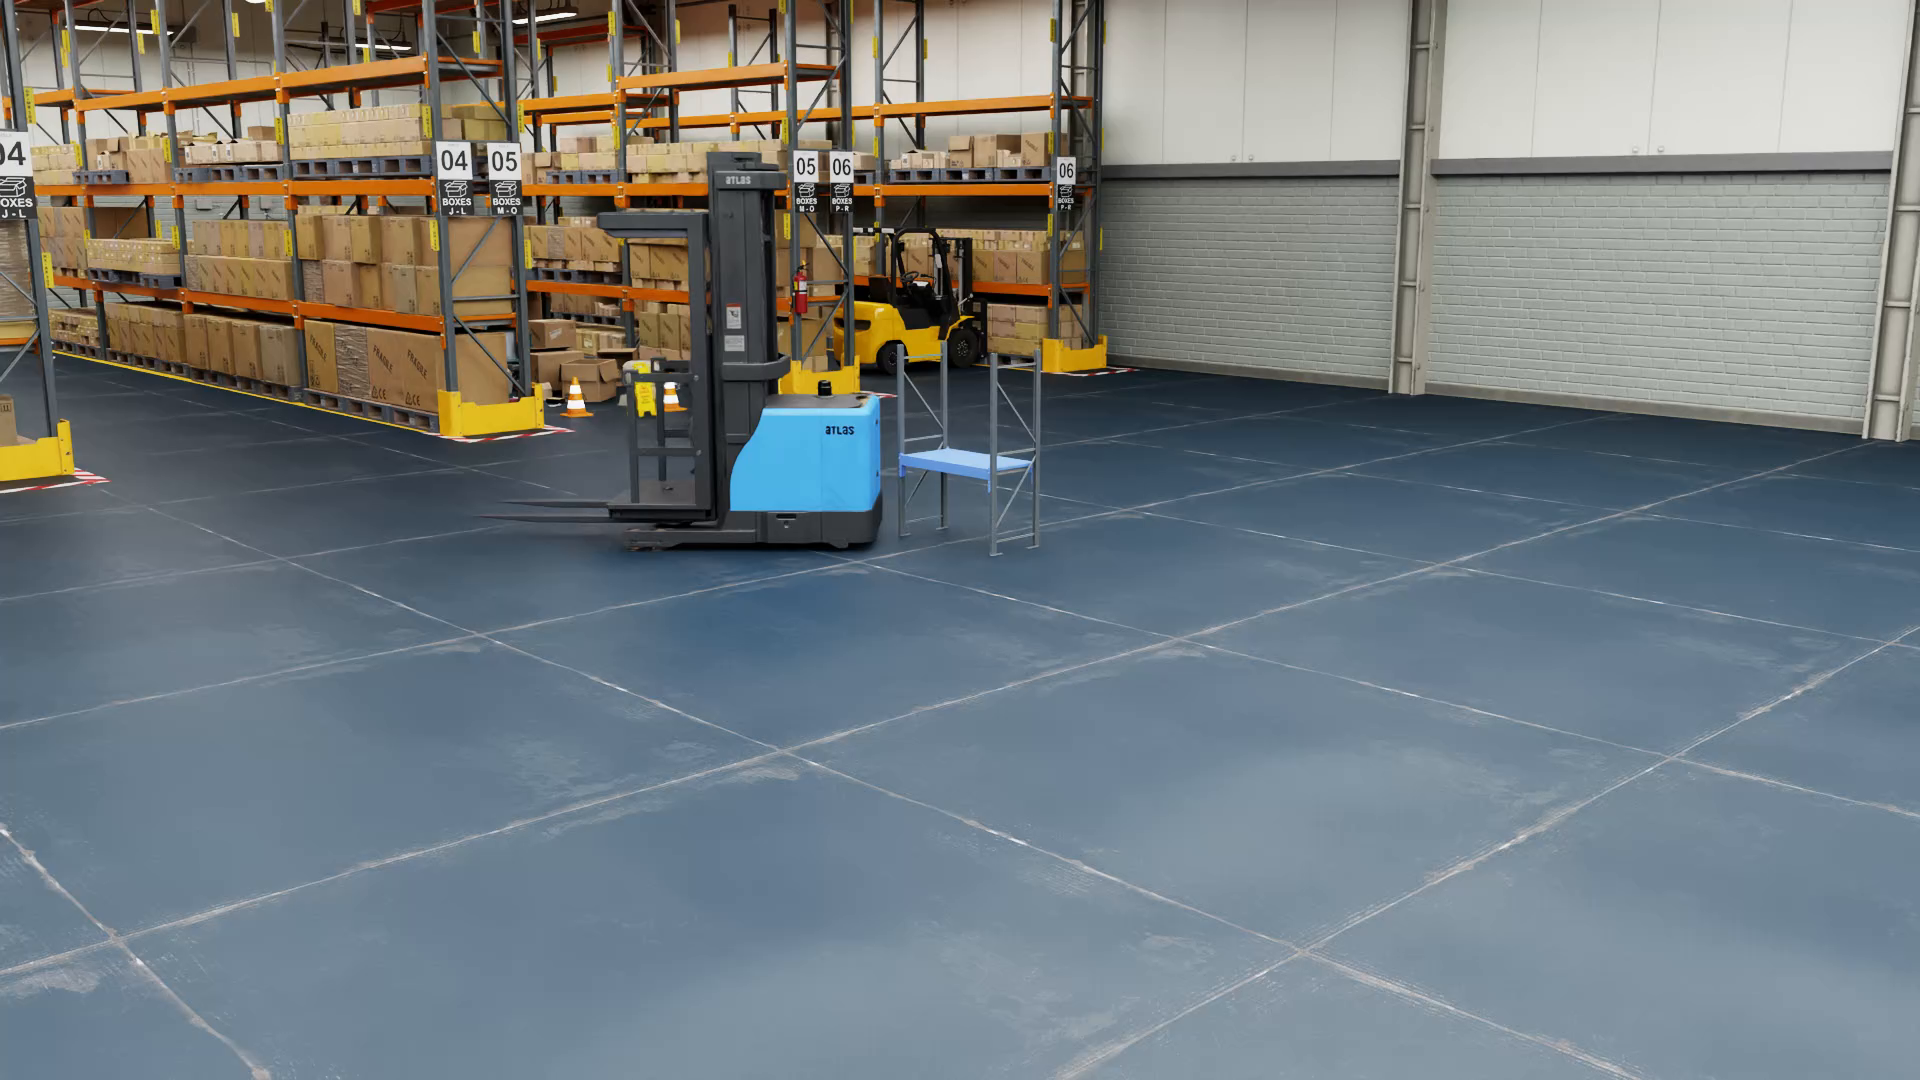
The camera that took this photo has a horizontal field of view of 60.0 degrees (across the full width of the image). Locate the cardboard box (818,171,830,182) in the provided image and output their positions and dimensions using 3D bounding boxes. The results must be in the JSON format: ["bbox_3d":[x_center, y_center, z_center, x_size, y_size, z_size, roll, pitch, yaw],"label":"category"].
[{"bbox_3d":[-1.823,-4.862,22.264,0.380,0.149,0.250,-11,16,-42],"label":"cardboard box"}]

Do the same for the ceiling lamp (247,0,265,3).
[{"bbox_3d":[-11.119,-10.544,27.324,0.800,3.185,2.000,-11,16,-43],"label":"ceiling lamp"}]

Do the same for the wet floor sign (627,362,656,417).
[{"bbox_3d":[-3.887,-1.836,20.223,0.232,0.644,0.267,8,14,35],"label":"wet floor sign"}]

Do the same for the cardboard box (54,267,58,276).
[{"bbox_3d":[-15.287,-4.616,28.504,0.380,0.149,0.250,-10,15,-41],"label":"cardboard box"}]

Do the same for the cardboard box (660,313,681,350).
[{"bbox_3d":[-4.000,-3.032,24.107,0.500,0.500,0.500,-10,15,-40],"label":"cardboard box"}]

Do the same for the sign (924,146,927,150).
[{"bbox_3d":[-0.603,-6.536,28.294,0.100,0.325,0.005,-11,16,-43],"label":"sign"}]

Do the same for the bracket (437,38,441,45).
[{"bbox_3d":[-12.680,-12.026,40.064,0.235,0.232,0.430,-11,16,-43],"label":"bracket"}]

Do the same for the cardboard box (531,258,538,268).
[{"bbox_3d":[-6.761,-4.463,26.724,0.380,0.149,0.250,-11,16,-42],"label":"cardboard box"}]

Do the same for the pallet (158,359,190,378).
[{"bbox_3d":[-11.402,-2.633,25.170,1.003,0.211,1.213,-11,16,-43],"label":"pallet"}]

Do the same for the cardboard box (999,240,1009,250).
[{"bbox_3d":[0.821,-4.610,25.996,0.380,0.149,0.250,-11,16,-43],"label":"cardboard box"}]

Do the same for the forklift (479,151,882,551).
[{"bbox_3d":[-2.153,-1.458,12.723,3.031,2.935,1.130,0,12,2],"label":"forklift"}]

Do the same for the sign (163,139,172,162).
[{"bbox_3d":[-11.257,-5.532,23.613,0.100,0.325,0.005,-11,16,-43],"label":"sign"}]

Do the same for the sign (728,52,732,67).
[{"bbox_3d":[-4.151,-8.639,30.032,0.100,0.325,0.005,-11,16,-43],"label":"sign"}]

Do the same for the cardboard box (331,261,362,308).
[{"bbox_3d":[-7.154,-3.150,20.395,0.875,0.550,0.550,-11,16,-43],"label":"cardboard box"}]

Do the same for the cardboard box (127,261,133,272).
[{"bbox_3d":[-12.418,-4.163,25.267,0.380,0.149,0.250,-10,15,-41],"label":"cardboard box"}]

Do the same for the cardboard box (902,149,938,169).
[{"bbox_3d":[-0.605,-6.223,27.180,0.500,0.311,0.500,-10,16,-41],"label":"cardboard box"}]

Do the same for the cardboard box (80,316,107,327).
[{"bbox_3d":[-14.442,-3.652,27.754,0.380,0.149,0.250,-11,16,-43],"label":"cardboard box"}]

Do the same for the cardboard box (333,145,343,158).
[{"bbox_3d":[-7.215,-4.616,19.782,0.380,0.149,0.250,-11,16,-43],"label":"cardboard box"}]

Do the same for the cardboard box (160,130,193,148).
[{"bbox_3d":[-11.331,-5.801,24.055,0.396,0.266,0.258,-11,16,-43],"label":"cardboard box"}]

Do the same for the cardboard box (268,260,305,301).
[{"bbox_3d":[-8.655,-3.389,21.679,0.500,0.500,0.500,-11,16,-43],"label":"cardboard box"}]

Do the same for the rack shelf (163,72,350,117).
[{"bbox_3d":[-9.482,-5.983,22.425,1.077,0.370,4.000,-11,16,-43],"label":"rack shelf"}]

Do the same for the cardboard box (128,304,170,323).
[{"bbox_3d":[-12.588,-3.520,25.859,0.500,0.250,0.500,-10,15,-40],"label":"cardboard box"}]

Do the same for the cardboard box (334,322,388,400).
[{"bbox_3d":[-7.092,-2.233,20.543,0.875,0.875,0.875,-11,16,-42],"label":"cardboard box"}]

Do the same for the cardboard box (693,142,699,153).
[{"bbox_3d":[-3.476,-5.435,23.073,0.380,0.149,0.250,-10,16,-41],"label":"cardboard box"}]

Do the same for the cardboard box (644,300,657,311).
[{"bbox_3d":[-5.982,-4.668,33.291,0.500,0.500,0.500,-11,16,-43],"label":"cardboard box"}]

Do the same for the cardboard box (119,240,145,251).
[{"bbox_3d":[-12.604,-4.494,25.396,0.380,0.149,0.250,-10,15,-41],"label":"cardboard box"}]

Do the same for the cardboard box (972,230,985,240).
[{"bbox_3d":[0.405,-4.822,26.288,0.380,0.149,0.250,-10,16,-41],"label":"cardboard box"}]

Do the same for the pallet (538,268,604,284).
[{"bbox_3d":[-5.956,-4.212,26.398,1.003,0.211,1.213,-11,16,-43],"label":"pallet"}]

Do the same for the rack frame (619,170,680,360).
[{"bbox_3d":[-4.591,-4.006,24.920,1.000,3.000,0.127,-11,16,-43],"label":"rack frame"}]

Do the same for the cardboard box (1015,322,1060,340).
[{"bbox_3d":[1.197,-3.245,25.764,0.500,0.250,0.500,-11,16,-43],"label":"cardboard box"}]

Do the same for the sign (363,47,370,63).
[{"bbox_3d":[-10.534,-8.573,29.513,0.100,0.325,0.005,-11,16,-43],"label":"sign"}]

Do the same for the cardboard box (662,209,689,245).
[{"bbox_3d":[-3.780,-4.441,23.570,0.700,0.500,0.500,-11,16,-44],"label":"cardboard box"}]

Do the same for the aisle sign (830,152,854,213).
[{"bbox_3d":[-1.561,-4.729,21.990,0.394,0.787,0.004,-11,16,-43],"label":"aisle sign"}]

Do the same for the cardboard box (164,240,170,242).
[{"bbox_3d":[-12.121,-4.582,25.824,0.380,0.149,0.250,-11,16,-43],"label":"cardboard box"}]

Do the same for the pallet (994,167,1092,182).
[{"bbox_3d":[1.290,-5.647,25.671,1.003,0.211,1.213,-11,16,-43],"label":"pallet"}]

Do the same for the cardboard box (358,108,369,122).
[{"bbox_3d":[-6.695,-4.896,19.166,0.380,0.149,0.250,-11,16,-43],"label":"cardboard box"}]

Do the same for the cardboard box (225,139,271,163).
[{"bbox_3d":[-9.471,-5.206,22.247,0.500,0.311,0.500,11,16,43],"label":"cardboard box"}]

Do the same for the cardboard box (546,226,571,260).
[{"bbox_3d":[-6.133,-4.666,26.100,0.500,0.500,0.500,11,16,43],"label":"cardboard box"}]

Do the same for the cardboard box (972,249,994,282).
[{"bbox_3d":[0.524,-4.350,26.344,0.500,0.500,0.500,-11,16,-44],"label":"cardboard box"}]

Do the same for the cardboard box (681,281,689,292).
[{"bbox_3d":[-3.729,-3.604,23.593,0.380,0.149,0.250,-11,16,-42],"label":"cardboard box"}]

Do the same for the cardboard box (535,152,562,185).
[{"bbox_3d":[-6.279,-5.890,26.379,0.797,0.503,0.637,-11,16,-43],"label":"cardboard box"}]

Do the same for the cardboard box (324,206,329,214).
[{"bbox_3d":[-11.948,-6.331,31.876,0.380,0.149,0.250,-11,16,-42],"label":"cardboard box"}]

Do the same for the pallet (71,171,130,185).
[{"bbox_3d":[-13.276,-5.741,26.374,1.213,0.211,1.003,-11,16,-43],"label":"pallet"}]

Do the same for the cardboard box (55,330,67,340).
[{"bbox_3d":[-15.390,-3.554,28.750,0.250,0.149,0.380,11,16,42],"label":"cardboard box"}]

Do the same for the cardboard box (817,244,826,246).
[{"bbox_3d":[-2.237,-5.055,29.145,0.500,0.250,0.500,-10,16,-41],"label":"cardboard box"}]

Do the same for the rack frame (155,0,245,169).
[{"bbox_3d":[-10.863,-6.823,23.728,1.000,3.000,0.127,-11,16,-43],"label":"rack frame"}]

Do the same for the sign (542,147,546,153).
[{"bbox_3d":[-6.959,-6.387,27.764,0.100,0.325,0.005,-11,16,-43],"label":"sign"}]

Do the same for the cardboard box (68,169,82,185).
[{"bbox_3d":[-14.160,-5.898,27.045,0.500,0.250,0.500,-10,16,-41],"label":"cardboard box"}]

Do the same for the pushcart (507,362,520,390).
[{"bbox_3d":[-6.205,-2.396,23.607,0.936,0.377,1.648,6,13,26],"label":"pushcart"}]

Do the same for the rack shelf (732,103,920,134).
[{"bbox_3d":[-2.384,-7.380,29.204,1.077,0.370,4.000,-11,16,-43],"label":"rack shelf"}]

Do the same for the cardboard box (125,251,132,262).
[{"bbox_3d":[-12.426,-4.310,25.241,0.380,0.149,0.250,-10,16,-41],"label":"cardboard box"}]

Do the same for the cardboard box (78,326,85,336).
[{"bbox_3d":[-14.467,-3.500,27.752,0.250,0.149,0.380,11,16,43],"label":"cardboard box"}]

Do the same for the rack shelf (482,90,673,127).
[{"bbox_3d":[-5.972,-6.687,25.844,1.077,0.370,4.000,-11,16,-43],"label":"rack shelf"}]

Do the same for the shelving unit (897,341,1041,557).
[{"bbox_3d":[0.059,-0.722,12.700,0.538,1.500,1.048,-11,16,-43],"label":"shelving unit"}]

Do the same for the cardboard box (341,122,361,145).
[{"bbox_3d":[-6.917,-4.766,19.523,0.500,0.250,0.500,-11,16,-42],"label":"cardboard box"}]

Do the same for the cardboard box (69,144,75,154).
[{"bbox_3d":[-14.229,-6.349,27.006,0.380,0.149,0.250,-10,16,-41],"label":"cardboard box"}]
